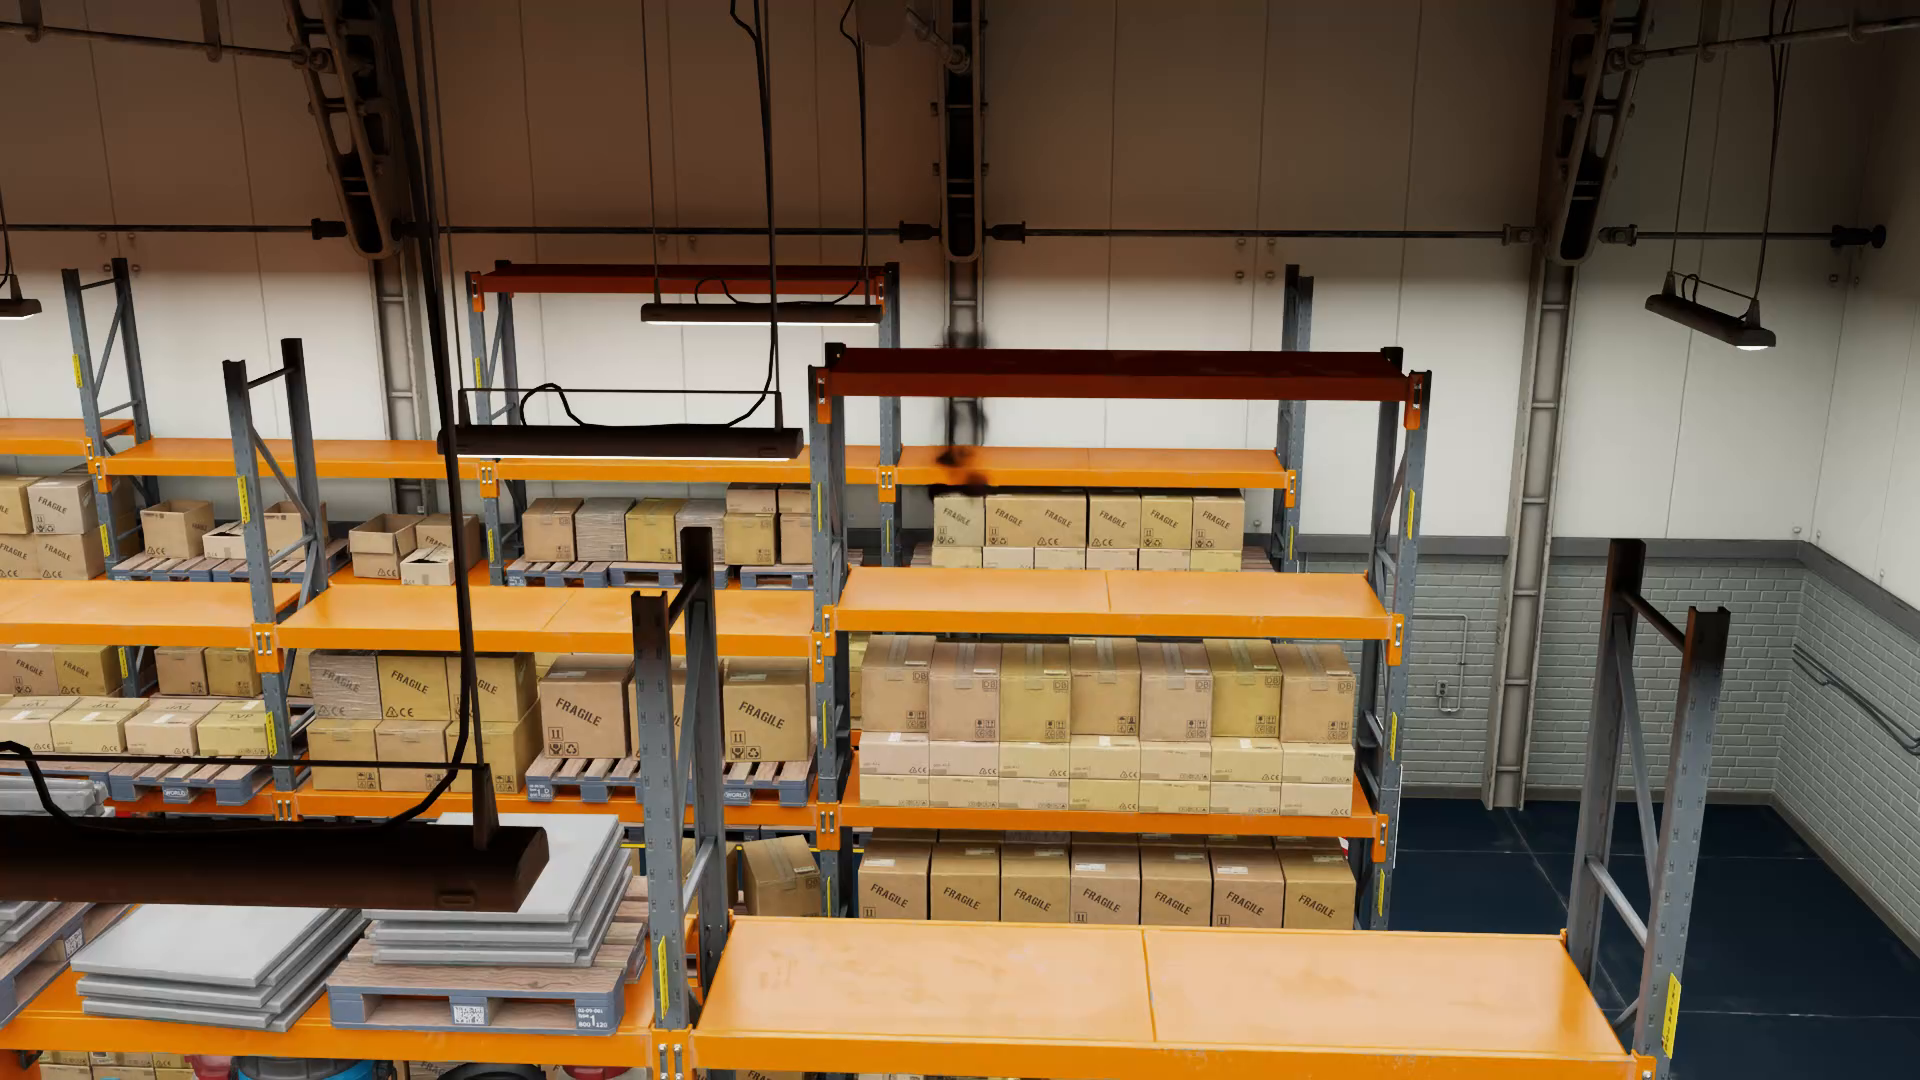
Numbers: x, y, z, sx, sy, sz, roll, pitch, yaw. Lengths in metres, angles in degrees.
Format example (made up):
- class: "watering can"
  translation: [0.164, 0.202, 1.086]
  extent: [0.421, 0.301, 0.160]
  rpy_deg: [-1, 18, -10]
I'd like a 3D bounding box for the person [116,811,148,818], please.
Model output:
- class: "person"
  translation: [-7.953, 2.887, 15.778]
  extent: [0.760, 1.659, 0.654]
  rpy_deg: [-4, 17, -14]
